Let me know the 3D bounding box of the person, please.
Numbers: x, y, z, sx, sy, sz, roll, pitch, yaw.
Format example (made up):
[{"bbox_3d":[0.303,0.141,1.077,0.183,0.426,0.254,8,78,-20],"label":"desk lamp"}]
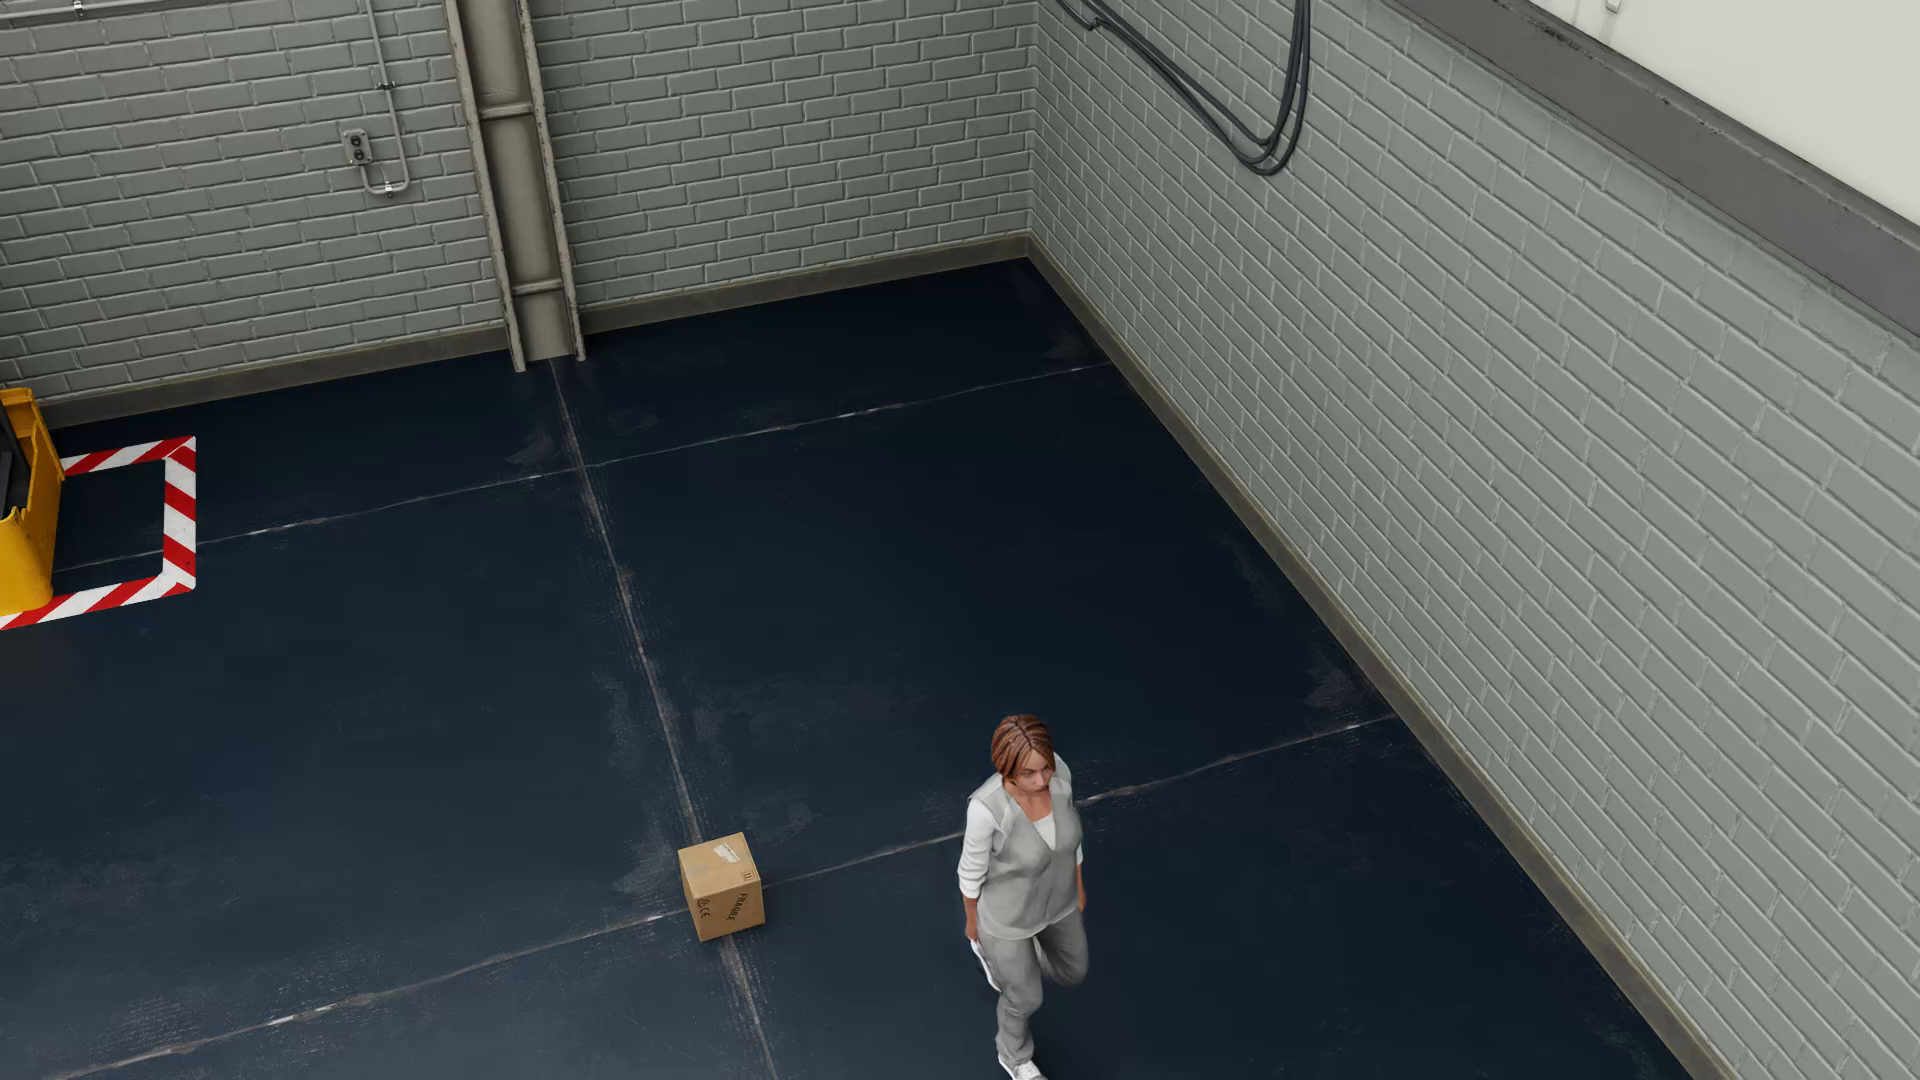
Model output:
[{"bbox_3d":[0.178,1.138,5.321,0.422,1.574,0.557,-25,45,-28],"label":"person"}]
